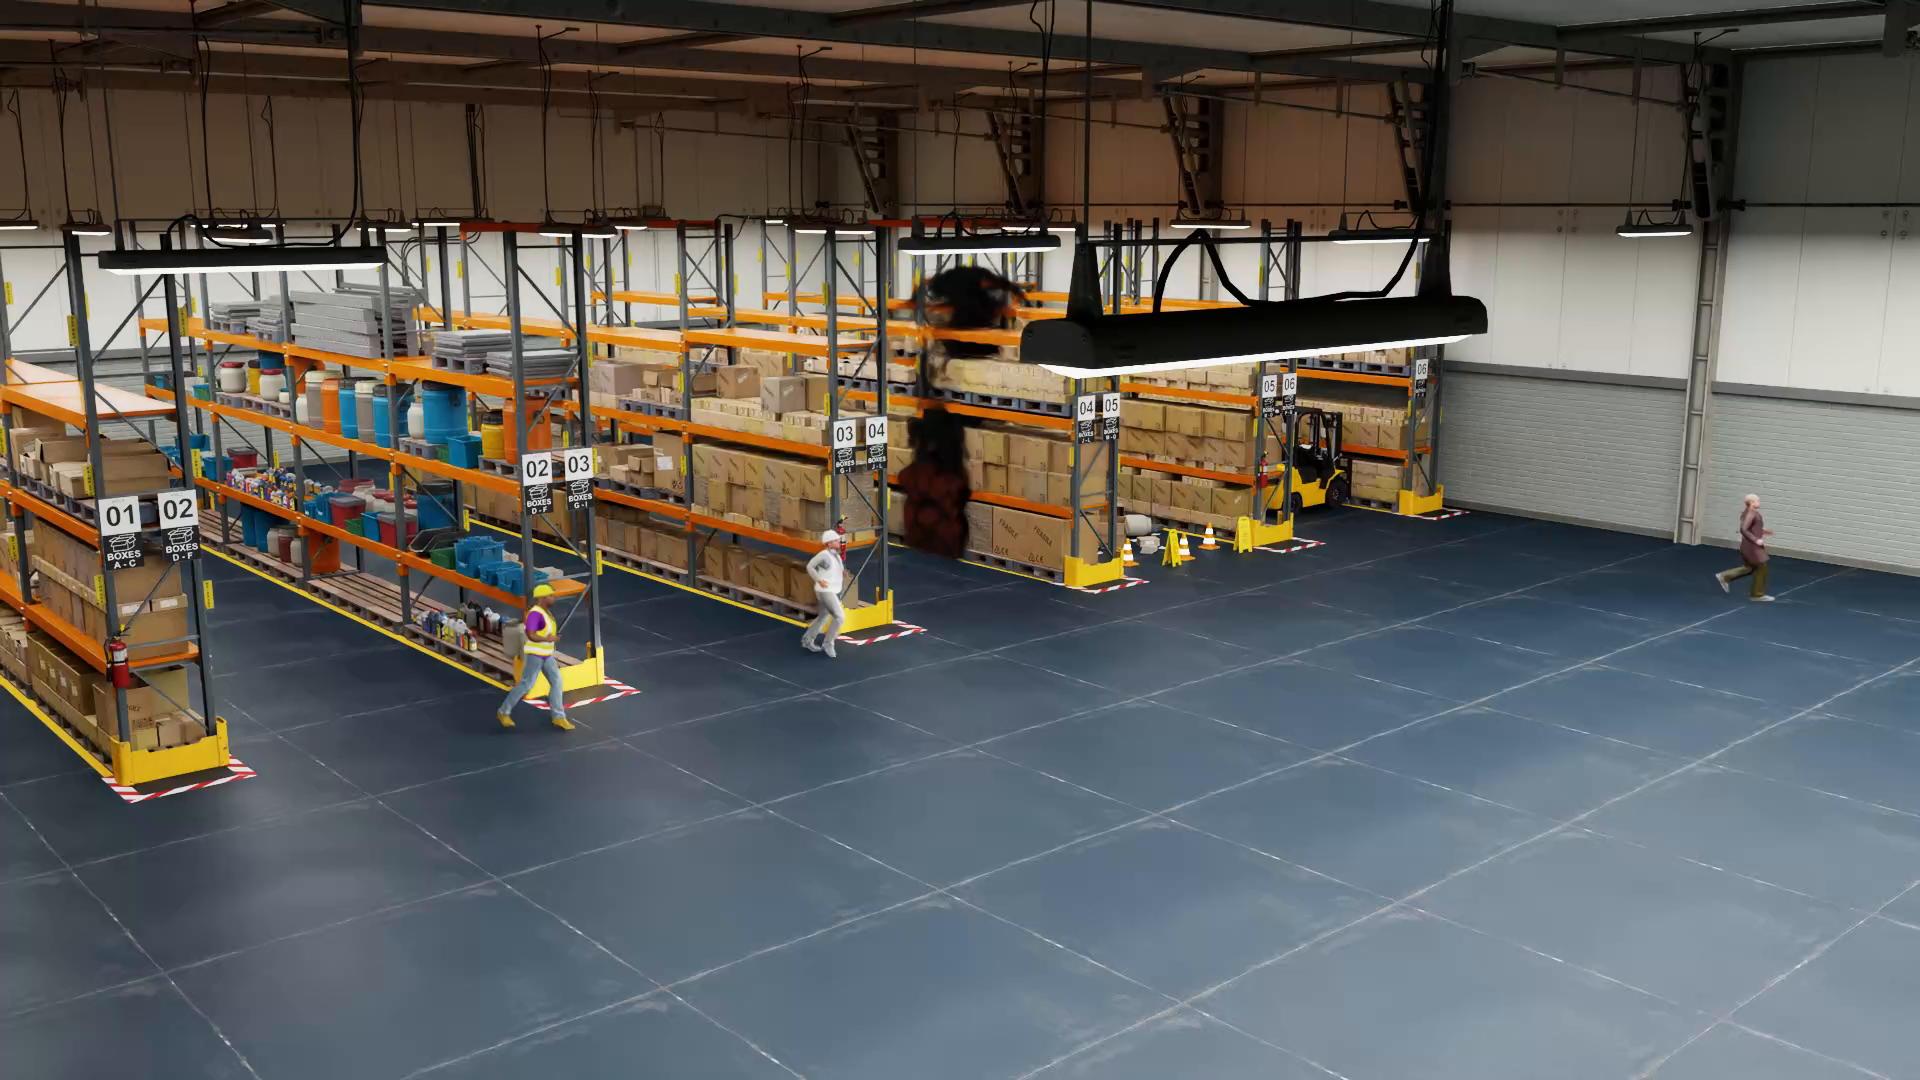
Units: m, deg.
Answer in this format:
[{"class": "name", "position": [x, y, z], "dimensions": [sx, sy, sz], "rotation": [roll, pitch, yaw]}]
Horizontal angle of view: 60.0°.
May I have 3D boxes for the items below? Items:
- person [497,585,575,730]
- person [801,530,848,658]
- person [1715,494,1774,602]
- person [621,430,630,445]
[{"class": "person", "position": [-5.181, 1.426, 20.463], "dimensions": [0.977, 1.727, 0.781], "rotation": [1, 11, 5]}, {"class": "person", "position": [-1.923, 0.759, 23.775], "dimensions": [0.689, 1.822, 0.632], "rotation": [2, 12, 10]}, {"class": "person", "position": [12.739, 0.120, 26.860], "dimensions": [0.897, 1.745, 0.720], "rotation": [4, 12, 18]}, {"class": "person", "position": [-8.342, -2.711, 41.163], "dimensions": [0.706, 1.706, 0.556], "rotation": [-1, 11, -7]}]
